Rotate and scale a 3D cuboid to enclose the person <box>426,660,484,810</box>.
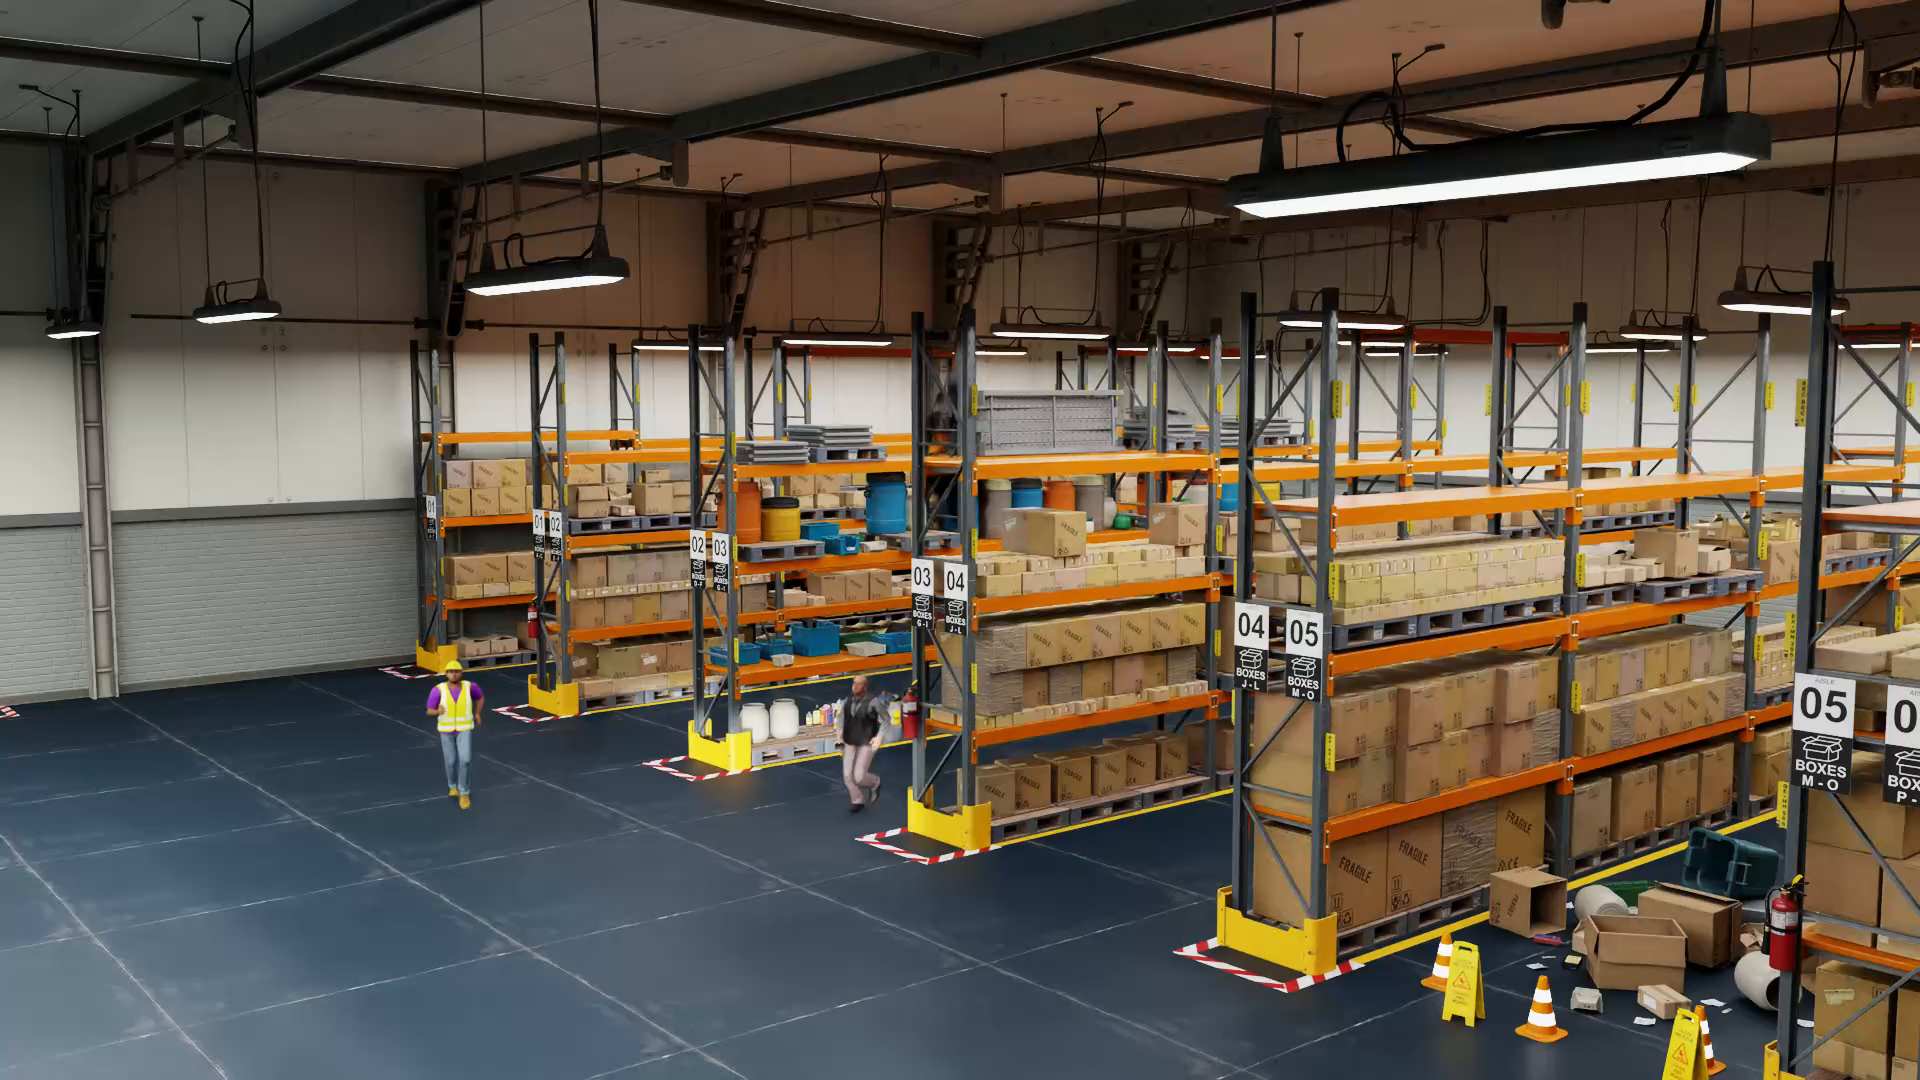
[{"bbox_3d":[-6.221,2.388,20.520,0.674,1.822,0.730,-1,5,-15],"label":"person"}]

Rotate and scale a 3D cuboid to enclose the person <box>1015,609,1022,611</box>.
[{"bbox_3d":[1.105,1.602,29.648,0.550,1.629,0.565,4,7,38],"label":"person"}]

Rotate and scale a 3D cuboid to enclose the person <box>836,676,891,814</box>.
[{"bbox_3d":[-1.190,2.480,20.175,0.700,1.694,0.610,3,6,28],"label":"person"}]
